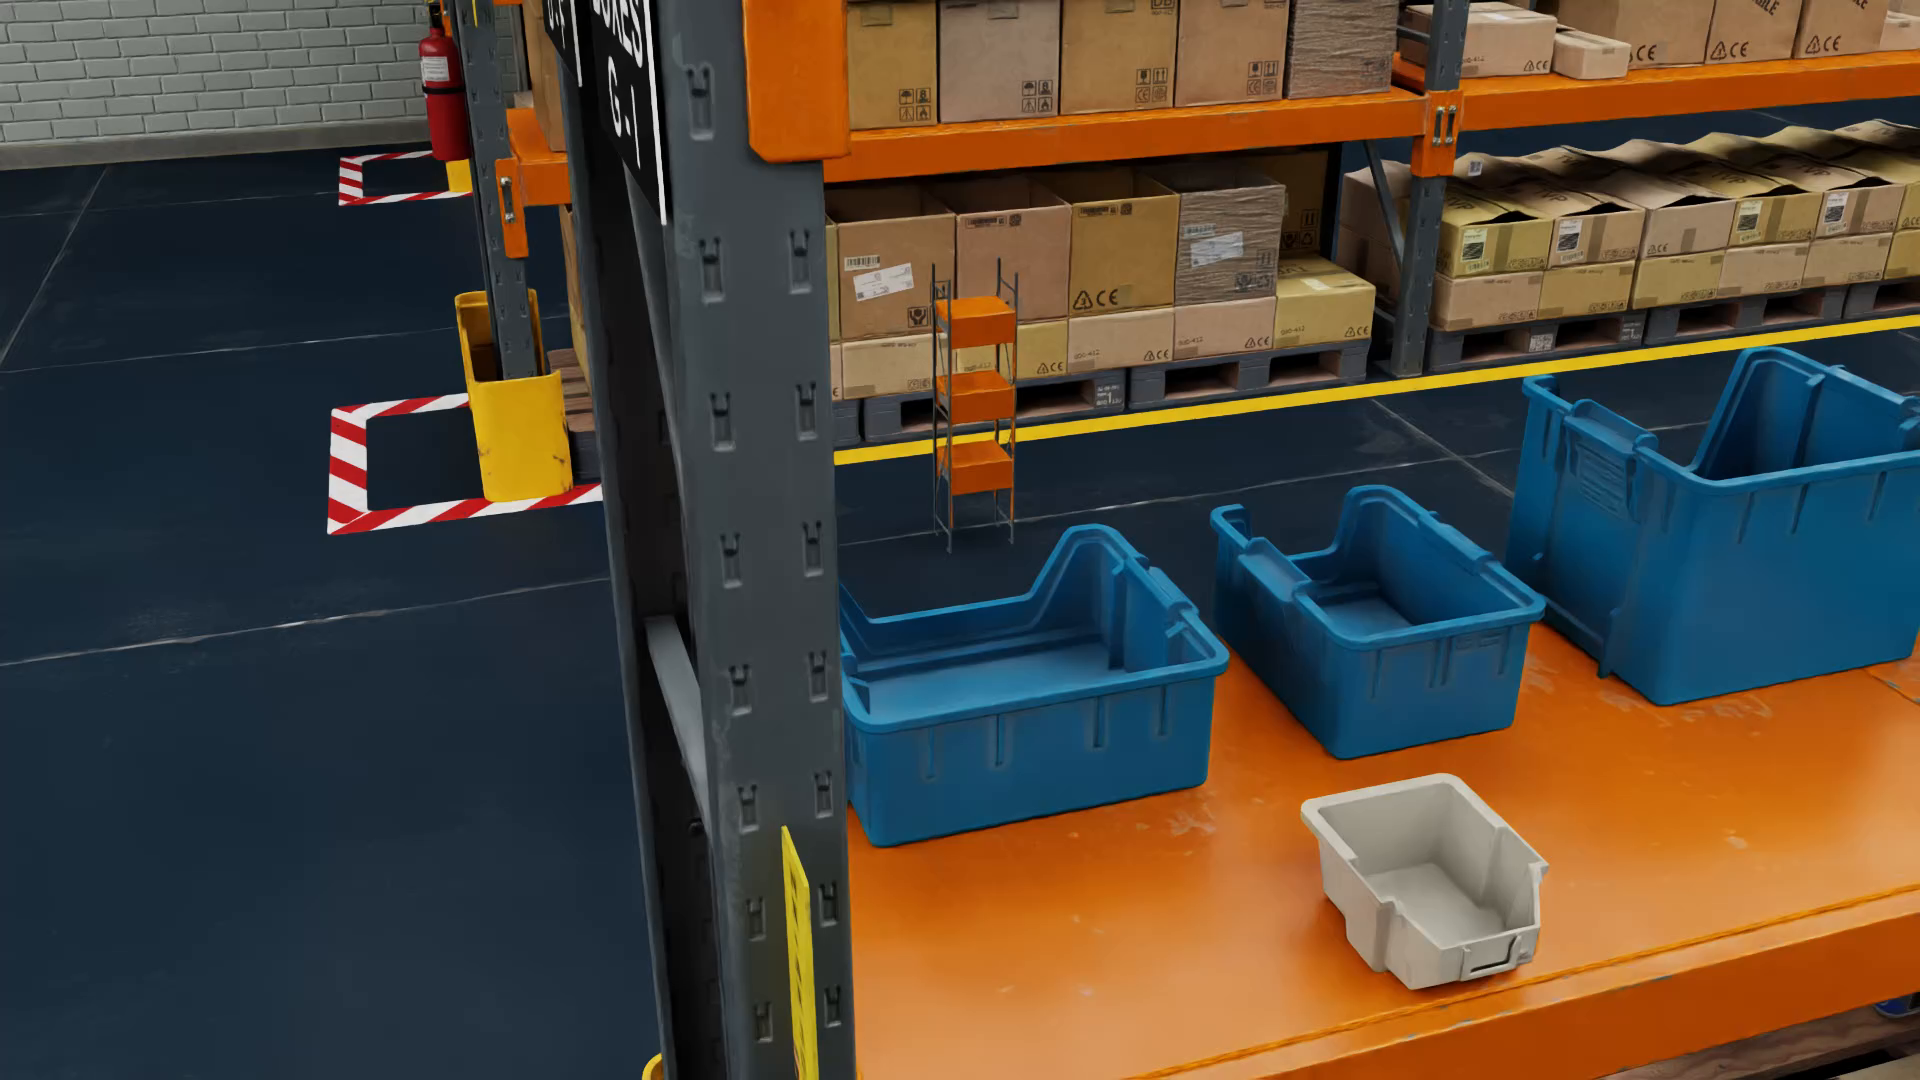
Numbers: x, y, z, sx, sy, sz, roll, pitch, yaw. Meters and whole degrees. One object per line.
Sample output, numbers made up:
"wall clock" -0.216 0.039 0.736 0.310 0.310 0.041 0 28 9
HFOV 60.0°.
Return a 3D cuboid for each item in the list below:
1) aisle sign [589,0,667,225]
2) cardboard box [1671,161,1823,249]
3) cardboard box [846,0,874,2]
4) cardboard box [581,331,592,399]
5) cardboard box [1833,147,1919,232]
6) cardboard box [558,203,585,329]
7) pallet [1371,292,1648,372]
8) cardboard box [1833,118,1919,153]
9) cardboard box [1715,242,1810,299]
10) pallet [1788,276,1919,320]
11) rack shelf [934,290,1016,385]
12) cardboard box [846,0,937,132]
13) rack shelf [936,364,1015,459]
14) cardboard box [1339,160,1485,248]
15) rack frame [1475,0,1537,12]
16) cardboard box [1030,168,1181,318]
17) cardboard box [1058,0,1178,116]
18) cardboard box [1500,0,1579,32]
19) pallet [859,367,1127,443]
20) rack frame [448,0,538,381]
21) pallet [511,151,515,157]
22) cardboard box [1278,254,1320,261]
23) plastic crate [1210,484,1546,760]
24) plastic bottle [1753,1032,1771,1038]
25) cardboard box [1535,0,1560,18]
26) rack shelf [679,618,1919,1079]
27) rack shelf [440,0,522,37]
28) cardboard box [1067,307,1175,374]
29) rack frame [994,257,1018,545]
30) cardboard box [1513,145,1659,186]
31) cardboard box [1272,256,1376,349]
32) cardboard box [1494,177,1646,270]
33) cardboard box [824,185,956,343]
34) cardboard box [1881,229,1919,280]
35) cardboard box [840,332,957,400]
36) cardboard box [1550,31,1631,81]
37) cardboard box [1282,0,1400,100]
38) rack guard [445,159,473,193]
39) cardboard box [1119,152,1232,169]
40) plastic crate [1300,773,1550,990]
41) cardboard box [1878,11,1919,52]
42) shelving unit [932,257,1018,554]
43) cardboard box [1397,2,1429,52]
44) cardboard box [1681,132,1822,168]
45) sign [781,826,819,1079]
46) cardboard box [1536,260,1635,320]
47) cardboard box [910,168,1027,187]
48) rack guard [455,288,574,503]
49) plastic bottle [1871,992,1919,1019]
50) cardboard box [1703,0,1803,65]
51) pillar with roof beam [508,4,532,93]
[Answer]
"aisle sign" -0.302 -0.693 1.350 0.004 0.787 0.394 -8 28 -16
"cardboard box" 3.880 -1.680 8.250 0.500 0.311 0.500 -7 27 -15
"cardboard box" -0.434 -2.199 6.463 0.250 0.149 0.380 -9 28 -18
"cardboard box" -1.276 -0.694 6.894 0.500 0.250 0.500 -8 28 -16
"cardboard box" 4.838 -1.816 8.524 0.500 0.311 0.500 -9 28 -17
"cardboard box" -1.437 -1.250 7.170 0.500 0.500 0.500 -8 28 -16
"pallet" 2.637 -1.177 8.384 1.213 0.211 1.003 -8 28 -16
"cardboard box" 5.163 -2.119 9.134 0.500 0.311 0.500 -7 27 -14
"cardboard box" 3.871 -1.428 8.372 0.500 0.250 0.500 -8 27 -15
"pallet" 4.957 -1.513 9.061 1.213 0.211 1.003 -8 28 -16
"rack shelf" 0.051 -0.722 5.910 0.240 0.259 0.215 -8 28 -16
"cardboard box" -0.435 -2.001 6.796 0.500 0.500 0.700 -8 28 -16
"rack shelf" 0.051 -0.468 6.036 0.240 0.259 0.215 -8 28 -16
"cardboard box" 2.245 -1.693 8.276 0.500 0.311 0.500 -8 28 -16
"rack frame" 4.214 -4.953 12.854 0.127 3.000 1.000 -8 28 -16
"cardboard box" 0.622 -1.310 7.292 0.500 0.500 0.500 -8 28 -16
"cardboard box" 0.551 -2.146 7.088 0.500 0.500 0.700 -8 27 -15
"cardboard box" 2.727 -2.447 7.956 0.258 0.266 0.396 -9 28 -17
"pallet" 0.017 -0.798 7.620 1.213 0.211 1.003 -8 28 -16
"rack frame" -1.855 -1.757 6.417 0.127 3.000 1.000 -8 28 -16
"pallet" -2.537 -2.710 11.471 1.213 0.211 1.003 -8 28 -16
"cardboard box" 1.413 -1.329 8.174 0.500 0.250 0.500 -8 28 -16
"plastic crate" 0.678 0.122 2.799 0.408 0.251 0.499 -8 28 -16
"plastic bottle" 1.722 0.963 3.588 0.097 0.201 0.097 0 26 0
"cardboard box" 4.954 -4.224 13.330 0.750 0.750 0.750 -9 28 -17
"rack shelf" 1.577 0.384 2.912 4.000 0.370 1.077 -8 28 -16
"rack shelf" -1.491 -3.805 11.349 4.000 0.370 1.077 -8 28 -16
"cardboard box" 0.626 -0.969 7.448 0.500 0.250 0.500 -8 28 -16
"rack frame" 0.167 -0.494 6.065 0.008 1.050 0.200 -8 28 -16
"cardboard box" 3.213 -1.835 8.562 0.500 0.311 0.500 -8 28 -16
"cardboard box" 1.575 -1.109 7.730 0.500 0.250 0.500 -8 28 -16
"cardboard box" 2.896 -1.534 7.956 0.500 0.311 0.500 -9 28 -17
"cardboard box" -0.330 -1.174 7.017 0.500 0.500 0.500 -8 28 -16
"cardboard box" 4.838 -1.568 8.654 0.500 0.250 0.500 -9 28 -17
"cardboard box" -0.326 -0.833 7.174 0.500 0.250 0.500 -8 28 -16
"cardboard box" 2.854 -2.231 7.654 0.250 0.149 0.380 -8 28 -16
"cardboard box" 1.528 -2.289 7.376 0.500 0.500 0.700 -9 28 -17
"rack guard" -3.320 -2.742 11.212 0.348 0.500 1.175 -8 28 -16
"cardboard box" 0.937 -1.597 7.870 0.500 0.500 0.500 -8 28 -16
"plastic crate" 0.626 0.468 2.230 0.250 0.136 0.298 -8 28 -16
"cardboard box" 4.557 -2.547 8.290 0.250 0.149 0.380 -6 27 -12
"shelving unit" 0.051 -0.478 6.031 0.252 1.050 0.215 -8 28 -16
"cardboard box" 3.546 -3.909 13.067 0.500 0.500 0.700 -8 27 -15
"cardboard box" 4.180 -1.974 8.842 0.500 0.311 0.500 -9 28 -17
"sign" -0.158 0.447 1.666 0.005 0.325 0.100 -8 28 -16
"cardboard box" 2.895 -1.285 8.086 0.500 0.250 0.500 -8 27 -15
"cardboard box" -0.015 -1.462 7.598 0.500 0.500 0.500 -8 28 -16
"rack guard" -1.878 -0.635 6.966 0.348 0.500 1.175 -8 28 -16
"plastic bottle" 2.069 0.889 3.655 0.135 0.276 0.152 -8 28 -16
"cardboard box" 3.661 -2.593 7.988 0.500 0.500 0.500 -8 28 -16
"pillar with roof beam" -1.662 -5.180 6.565 0.400 9.000 9.100 -8 28 -16
